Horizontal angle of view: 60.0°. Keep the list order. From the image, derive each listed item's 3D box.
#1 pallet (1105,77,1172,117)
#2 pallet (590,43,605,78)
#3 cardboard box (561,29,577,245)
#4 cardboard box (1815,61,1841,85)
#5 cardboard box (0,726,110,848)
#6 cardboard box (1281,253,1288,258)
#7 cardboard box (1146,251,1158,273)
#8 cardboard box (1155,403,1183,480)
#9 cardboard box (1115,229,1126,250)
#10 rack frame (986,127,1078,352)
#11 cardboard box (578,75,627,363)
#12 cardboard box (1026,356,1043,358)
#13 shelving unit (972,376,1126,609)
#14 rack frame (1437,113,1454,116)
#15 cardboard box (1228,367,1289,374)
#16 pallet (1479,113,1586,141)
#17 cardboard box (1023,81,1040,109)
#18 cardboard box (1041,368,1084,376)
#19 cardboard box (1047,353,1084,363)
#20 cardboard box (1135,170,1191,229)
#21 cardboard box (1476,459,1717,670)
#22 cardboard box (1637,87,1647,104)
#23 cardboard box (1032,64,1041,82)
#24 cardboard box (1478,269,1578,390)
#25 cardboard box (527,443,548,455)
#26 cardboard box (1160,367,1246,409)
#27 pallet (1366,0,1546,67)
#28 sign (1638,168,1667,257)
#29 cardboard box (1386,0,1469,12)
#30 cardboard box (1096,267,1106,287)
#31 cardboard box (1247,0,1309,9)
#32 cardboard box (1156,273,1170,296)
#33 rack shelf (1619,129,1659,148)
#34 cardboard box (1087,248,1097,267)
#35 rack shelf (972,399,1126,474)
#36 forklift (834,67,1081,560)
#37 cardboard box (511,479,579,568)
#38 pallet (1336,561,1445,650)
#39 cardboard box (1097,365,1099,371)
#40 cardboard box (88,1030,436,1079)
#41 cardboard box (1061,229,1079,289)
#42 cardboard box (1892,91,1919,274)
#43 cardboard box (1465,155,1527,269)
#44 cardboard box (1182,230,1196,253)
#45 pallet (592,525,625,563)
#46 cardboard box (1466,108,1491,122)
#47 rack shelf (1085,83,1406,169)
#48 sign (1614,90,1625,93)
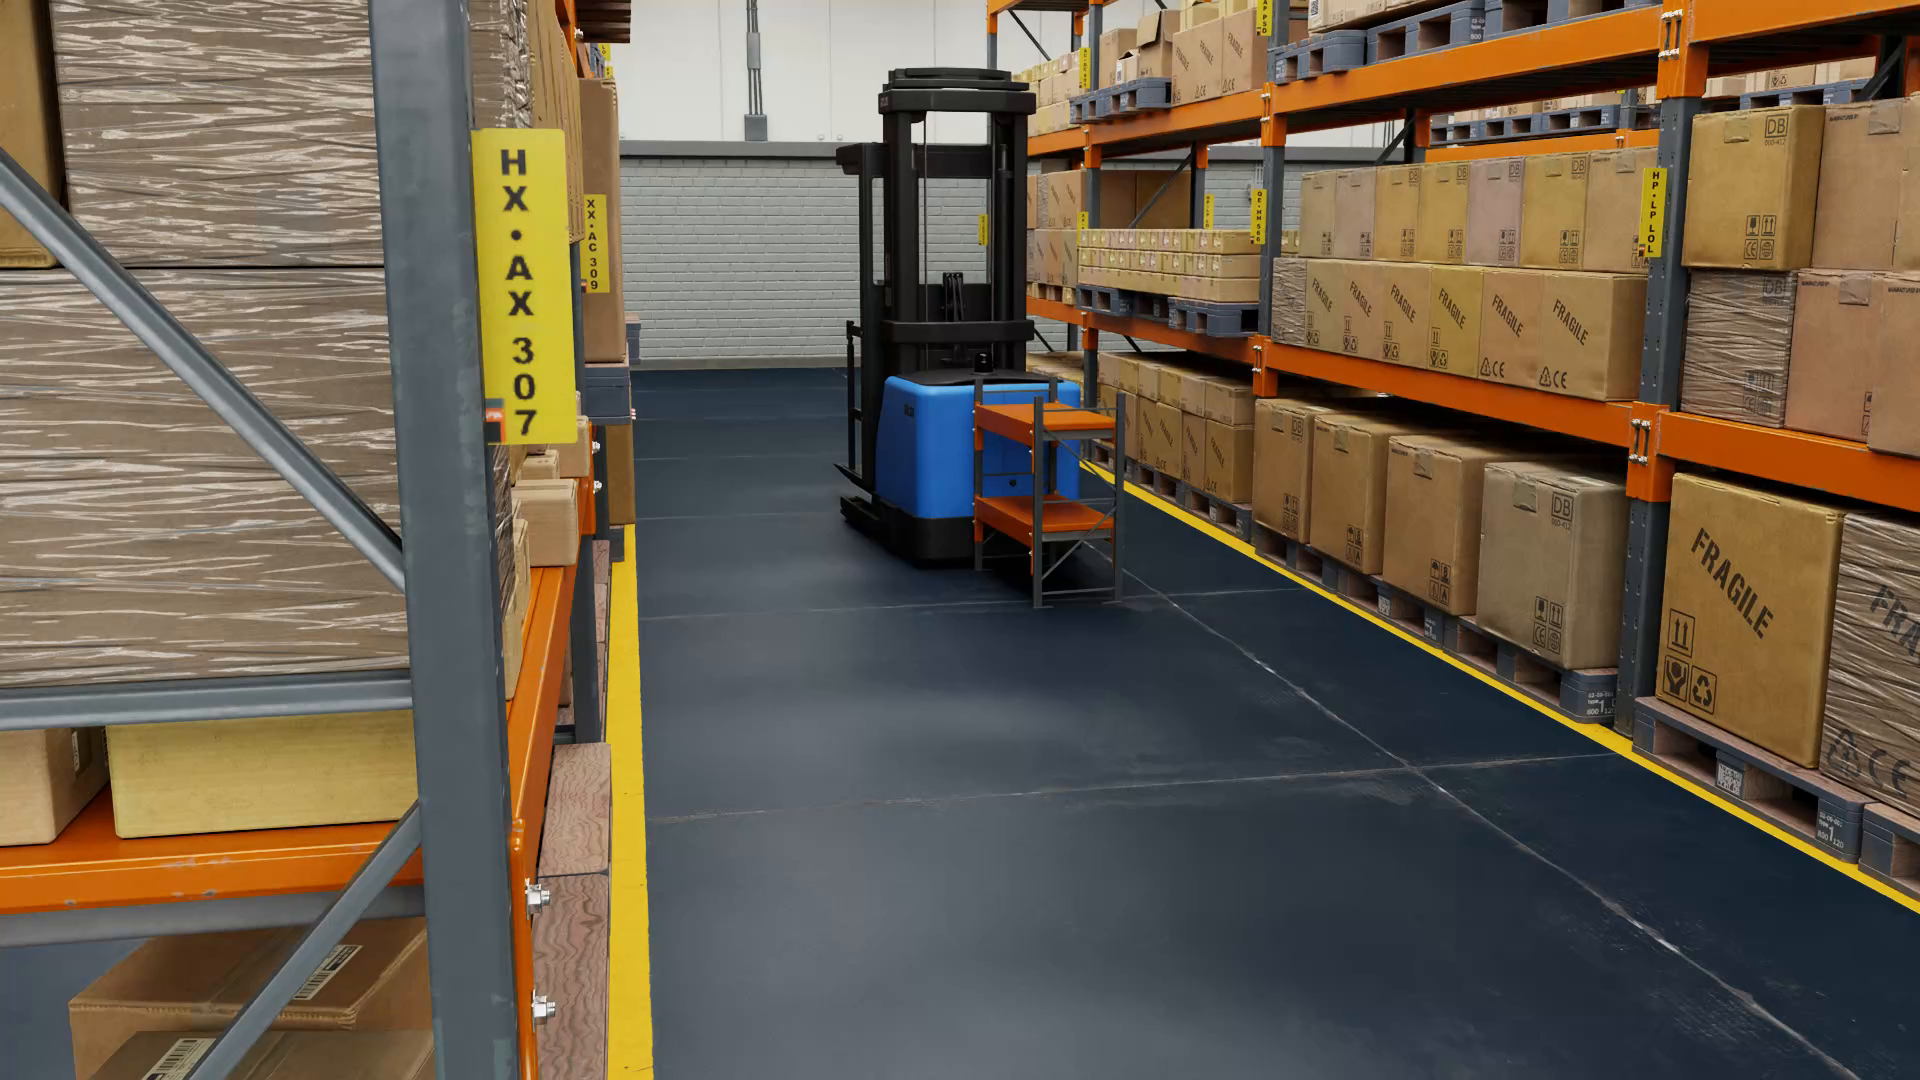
[{"bbox_3d":[1.782,-3.254,12.251,1.213,0.211,1.003,-2,11,-11],"label":"pallet"},{"bbox_3d":[-2.723,-2.781,9.770,1.213,0.211,1.003,-2,11,-8],"label":"pallet"},{"bbox_3d":[-1.215,-0.981,4.093,0.500,0.500,0.500,-2,11,-11],"label":"cardboard box"},{"bbox_3d":[6.564,-3.499,12.269,0.396,0.266,0.258,-2,11,-12],"label":"cardboard box"},{"bbox_3d":[-1.248,0.261,1.973,0.380,0.149,0.250,-2,11,-11],"label":"cardboard box"},{"bbox_3d":[2.332,-1.870,11.251,0.380,0.149,0.250,-2,11,-13],"label":"cardboard box"},{"bbox_3d":[1.544,-1.986,11.861,0.380,0.149,0.250,-2,11,-10],"label":"cardboard box"},{"bbox_3d":[1.739,-0.728,12.059,0.500,0.500,0.500,-3,11,-14],"label":"cardboard box"},{"bbox_3d":[1.391,-2.275,12.586,0.380,0.149,0.250,-2,11,-11],"label":"cardboard box"},{"bbox_3d":[0.783,-2.914,17.982,1.000,3.000,0.127,-2,11,-11],"label":"rack frame"},{"bbox_3d":[-1.785,-1.203,6.265,1.000,1.000,1.000,-2,11,-11],"label":"cardboard box"},{"bbox_3d":[0.647,-1.806,17.074,0.380,0.149,0.250,-2,11,-11],"label":"cardboard box"},{"bbox_3d":[0.475,-0.295,9.236,0.538,1.125,1.048,-3,11,-17],"label":"shelving unit"},{"bbox_3d":[5.619,-6.059,18.464,1.000,3.000,0.127,-2,11,-11],"label":"rack frame"},{"bbox_3d":[2.260,-1.113,12.076,0.500,0.250,0.500,-2,11,-11],"label":"cardboard box"},{"bbox_3d":[6.014,-4.182,16.862,1.003,0.211,1.213,-2,11,-11],"label":"pallet"},{"bbox_3d":[0.903,-4.188,15.717,0.500,0.250,0.500,-3,11,-13],"label":"cardboard box"},{"bbox_3d":[0.976,-1.521,15.578,0.380,0.149,0.250,-3,11,-14],"label":"cardboard box"},{"bbox_3d":[1.127,-1.876,17.439,0.380,0.149,0.250,-2,11,-10],"label":"cardboard box"},{"bbox_3d":[1.713,-2.958,14.478,0.500,0.500,0.500,-2,11,-10],"label":"cardboard box"},{"bbox_3d":[2.908,0.076,7.171,1.050,0.750,0.750,-2,11,-11],"label":"cardboard box"},{"bbox_3d":[6.489,-4.272,15.439,0.500,0.500,0.500,-2,11,-10],"label":"cardboard box"},{"bbox_3d":[0.886,-4.351,15.508,0.380,0.149,0.250,-2,11,-12],"label":"cardboard box"},{"bbox_3d":[2.655,-0.940,7.348,0.500,0.500,0.500,-2,11,-12],"label":"cardboard box"},{"bbox_3d":[-1.482,-0.480,4.135,0.875,0.500,0.500,-2,11,-11],"label":"cardboard box"},{"bbox_3d":[1.757,-1.095,11.984,0.500,0.250,0.500,-2,11,-10],"label":"cardboard box"},{"bbox_3d":[2.737,-2.506,8.323,1.003,0.211,1.213,-2,11,-8],"label":"pallet"},{"bbox_3d":[2.587,-1.221,6.205,0.100,0.325,0.005,-2,11,-11],"label":"sign"},{"bbox_3d":[2.462,-2.805,8.235,0.500,0.311,0.500,-2,11,-12],"label":"cardboard box"},{"bbox_3d":[1.291,-2.077,13.137,0.380,0.149,0.250,-2,11,-11],"label":"cardboard box"},{"bbox_3d":[2.006,-3.410,10.252,0.396,0.266,0.258,-2,11,-11],"label":"cardboard box"},{"bbox_3d":[1.597,-1.791,11.632,0.380,0.149,0.250,-3,11,-14],"label":"cardboard box"},{"bbox_3d":[6.786,-3.132,13.030,1.077,0.370,4.000,-2,11,-11],"label":"rack shelf"},{"bbox_3d":[1.239,-2.273,13.367,0.380,0.149,0.250,-2,11,-12],"label":"cardboard box"},{"bbox_3d":[0.475,-0.582,9.182,0.538,0.278,1.000,-3,11,-17],"label":"rack shelf"},{"bbox_3d":[-0.184,-1.552,11.014,1.130,2.935,3.031,-3,11,-17],"label":"forklift"},{"bbox_3d":[-1.008,-0.033,3.522,0.380,0.149,0.250,-2,11,-11],"label":"cardboard box"},{"bbox_3d":[2.653,0.294,8.587,1.003,0.211,1.213,-2,11,-11],"label":"pallet"},{"bbox_3d":[1.428,-1.590,15.936,0.380,0.149,0.250,-3,11,-13],"label":"cardboard box"},{"bbox_3d":[-1.095,1.089,2.513,0.500,0.500,0.500,0,11,0],"label":"cardboard box"},{"bbox_3d":[1.190,-2.454,14.503,0.500,0.500,0.500,-2,11,-11],"label":"cardboard box"},{"bbox_3d":[3.346,-1.047,4.887,0.875,0.550,0.550,-2,11,-11],"label":"cardboard box"},{"bbox_3d":[2.815,-1.531,7.776,0.700,0.500,0.500,-2,11,-11],"label":"cardboard box"},{"bbox_3d":[1.697,-1.989,11.081,0.380,0.149,0.250,-2,11,-9],"label":"cardboard box"},{"bbox_3d":[-2.625,-0.062,10.458,1.003,0.211,1.213,-2,11,-11],"label":"pallet"},{"bbox_3d":[5.605,-4.510,17.627,0.380,0.149,0.250,-2,11,-9],"label":"cardboard box"},{"bbox_3d":[1.950,-2.933,11.987,1.077,0.370,4.000,-2,11,-11],"label":"rack shelf"},{"bbox_3d":[5.853,-4.124,14.727,0.100,0.325,0.005,-2,11,-11],"label":"sign"}]
